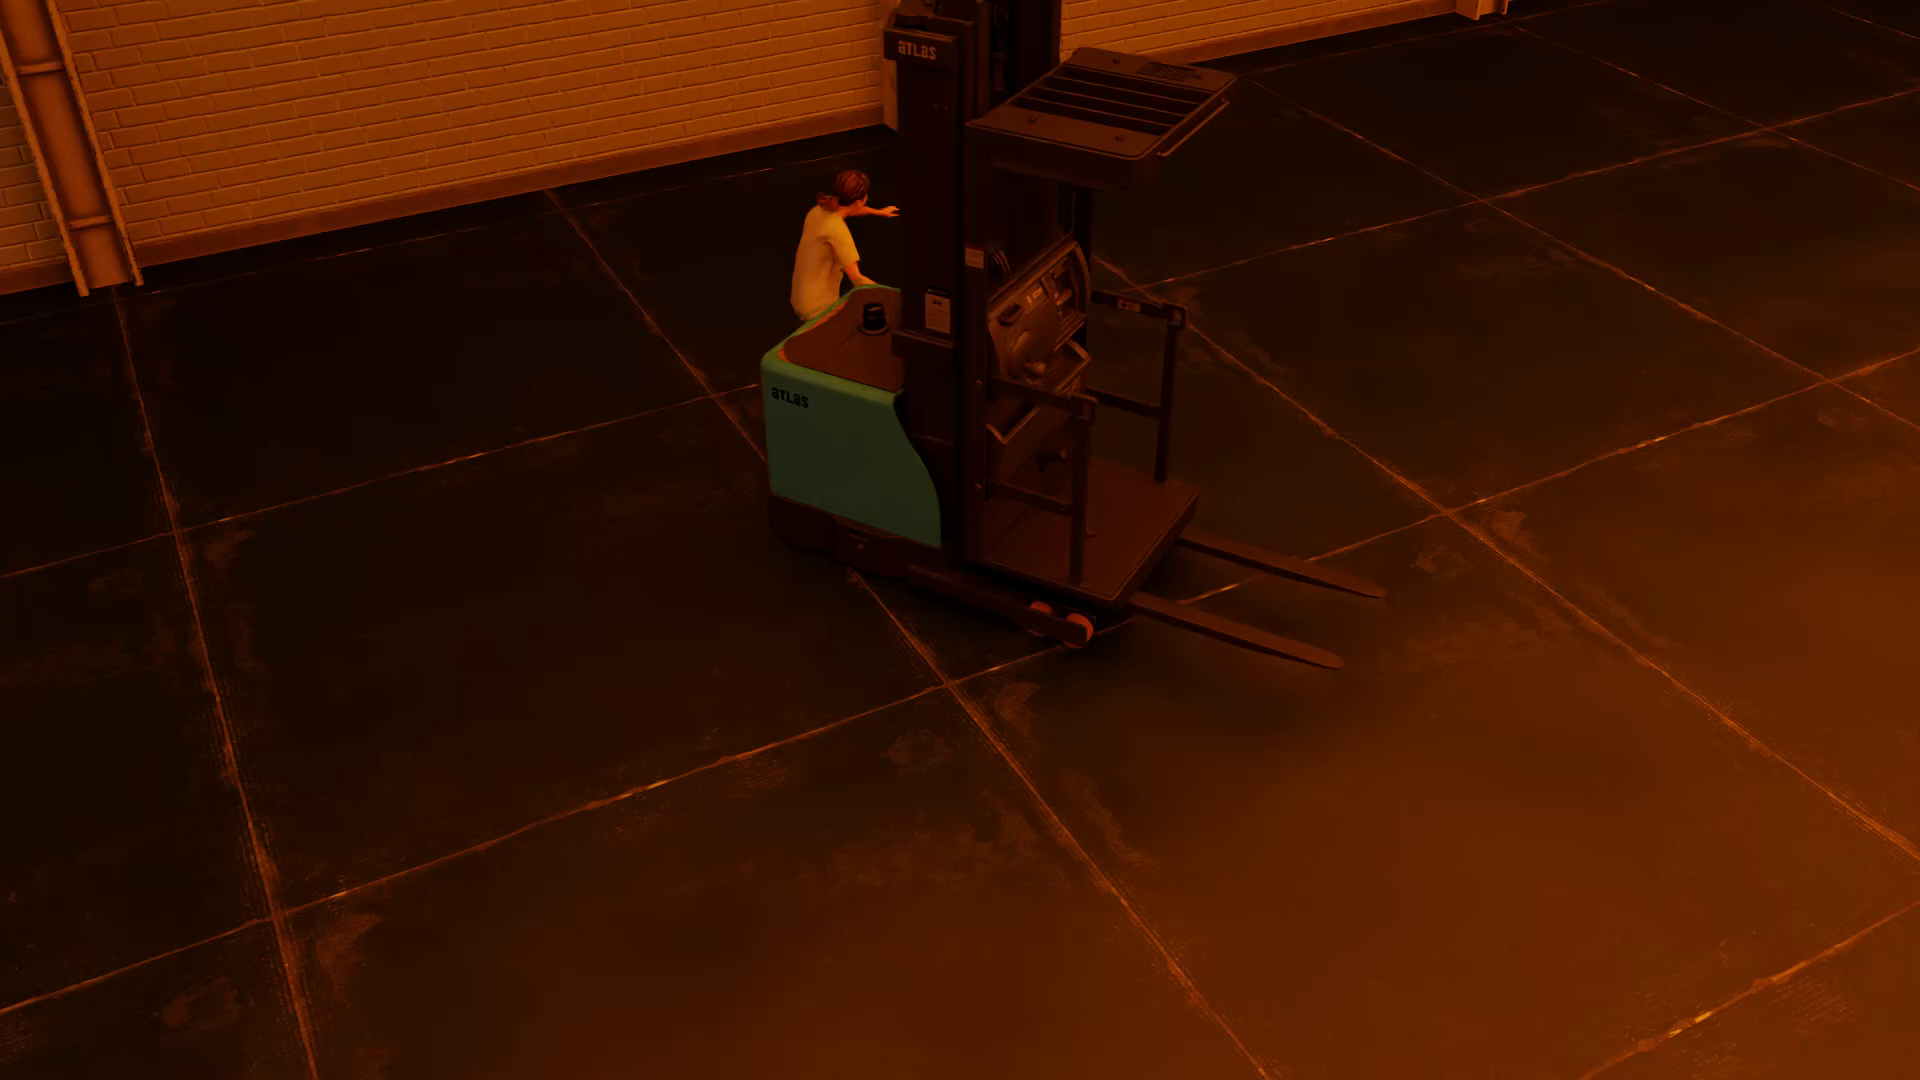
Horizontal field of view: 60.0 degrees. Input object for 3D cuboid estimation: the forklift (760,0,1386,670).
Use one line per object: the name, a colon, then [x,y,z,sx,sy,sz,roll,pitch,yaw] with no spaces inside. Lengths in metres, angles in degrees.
forklift: [0.548,-1.031,7.581,3.031,2.935,1.130,18,39,23]

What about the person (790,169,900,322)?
person: [-0.504,-1.350,9.356,0.824,1.433,1.123,-14,38,-19]
